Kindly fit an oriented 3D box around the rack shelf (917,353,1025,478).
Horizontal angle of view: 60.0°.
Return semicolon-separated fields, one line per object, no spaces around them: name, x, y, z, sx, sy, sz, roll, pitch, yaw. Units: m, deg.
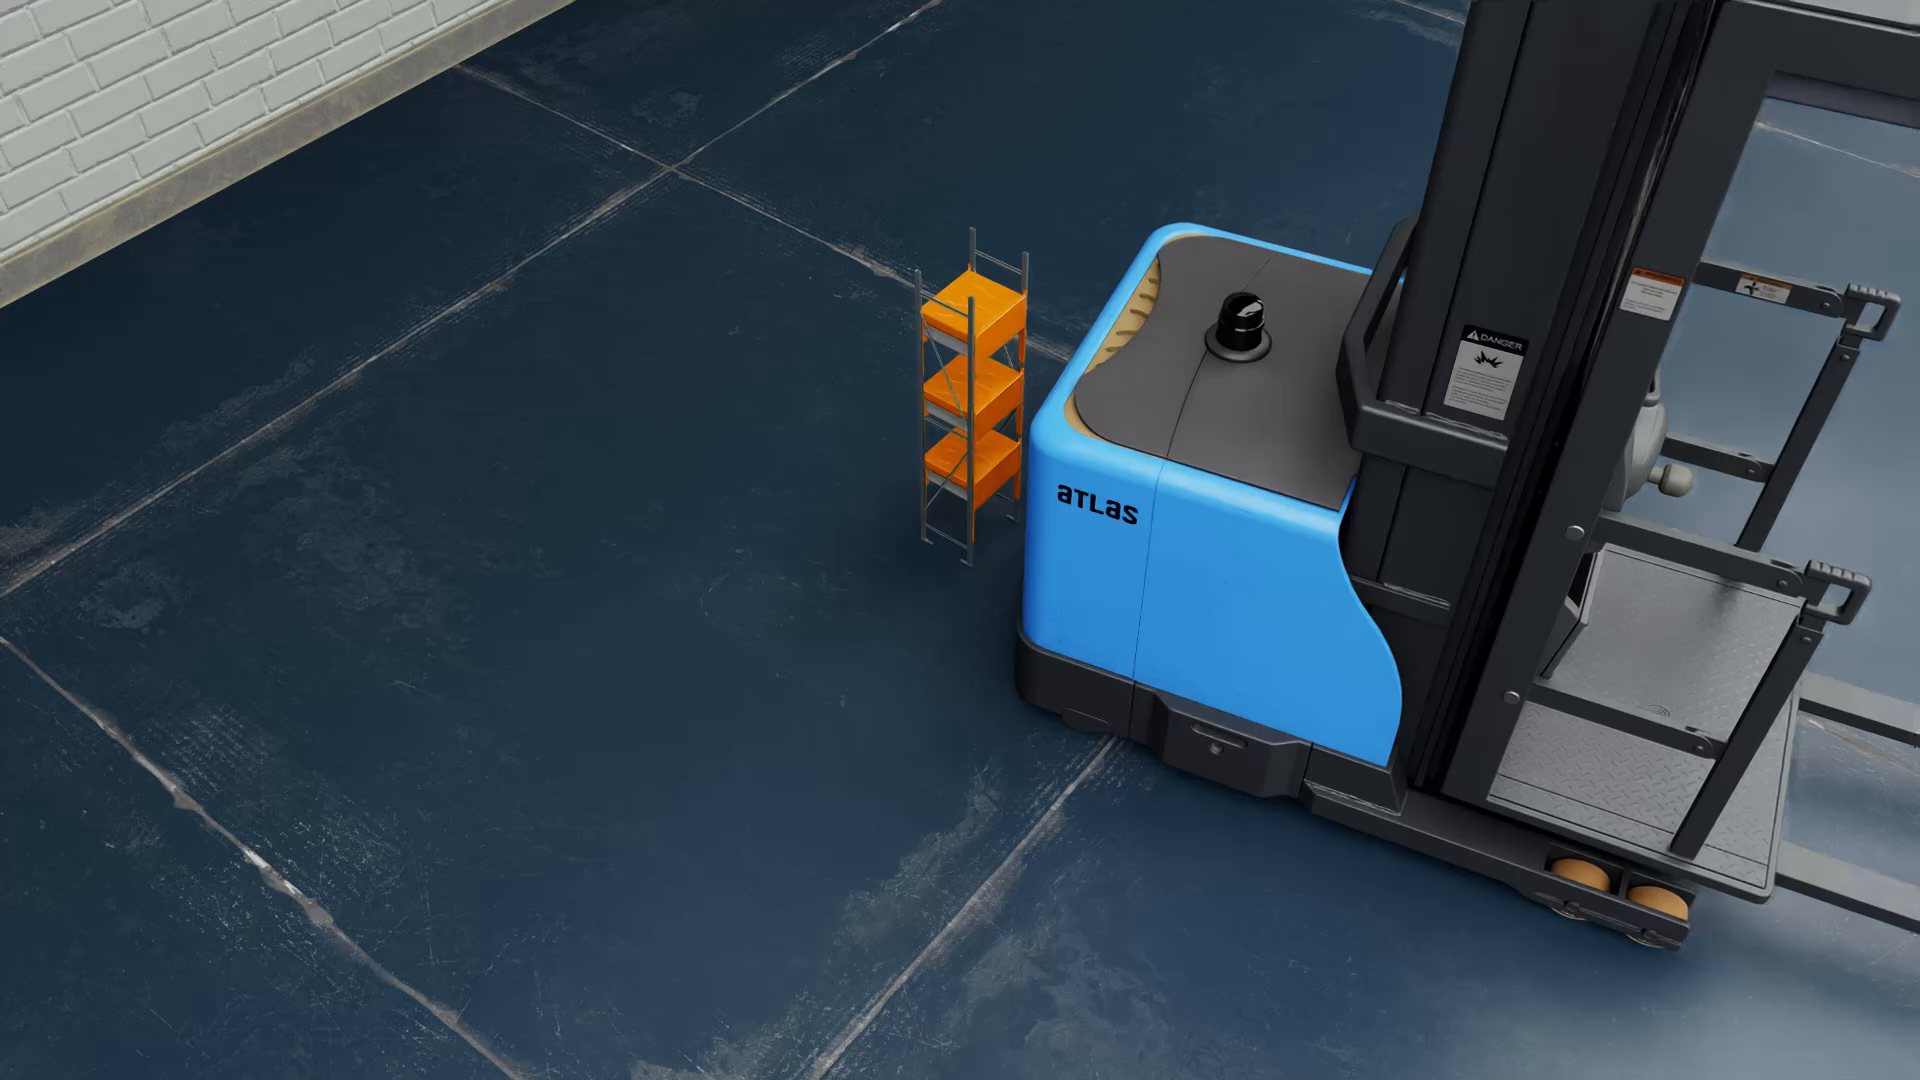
rack shelf;0.033;-0.386;4.907;0.215;0.259;0.240;29;53;25

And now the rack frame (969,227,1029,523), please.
rack frame;0.107;-0.463;4.966;0.200;1.050;0.008;29;53;25

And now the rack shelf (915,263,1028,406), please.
rack shelf;0.033;-0.582;4.702;0.215;0.259;0.240;29;53;25

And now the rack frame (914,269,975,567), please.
rack frame;-0.042;-0.323;4.833;0.200;1.050;0.008;29;53;25

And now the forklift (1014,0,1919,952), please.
forklift;1.717;-0.414;3.619;3.031;2.935;1.130;18;49;17

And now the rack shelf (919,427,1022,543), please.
rack shelf;0.033;-0.194;5.108;0.215;0.259;0.240;29;53;25

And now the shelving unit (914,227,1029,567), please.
shelving unit;0.033;-0.393;4.900;0.215;1.050;0.252;29;53;25
